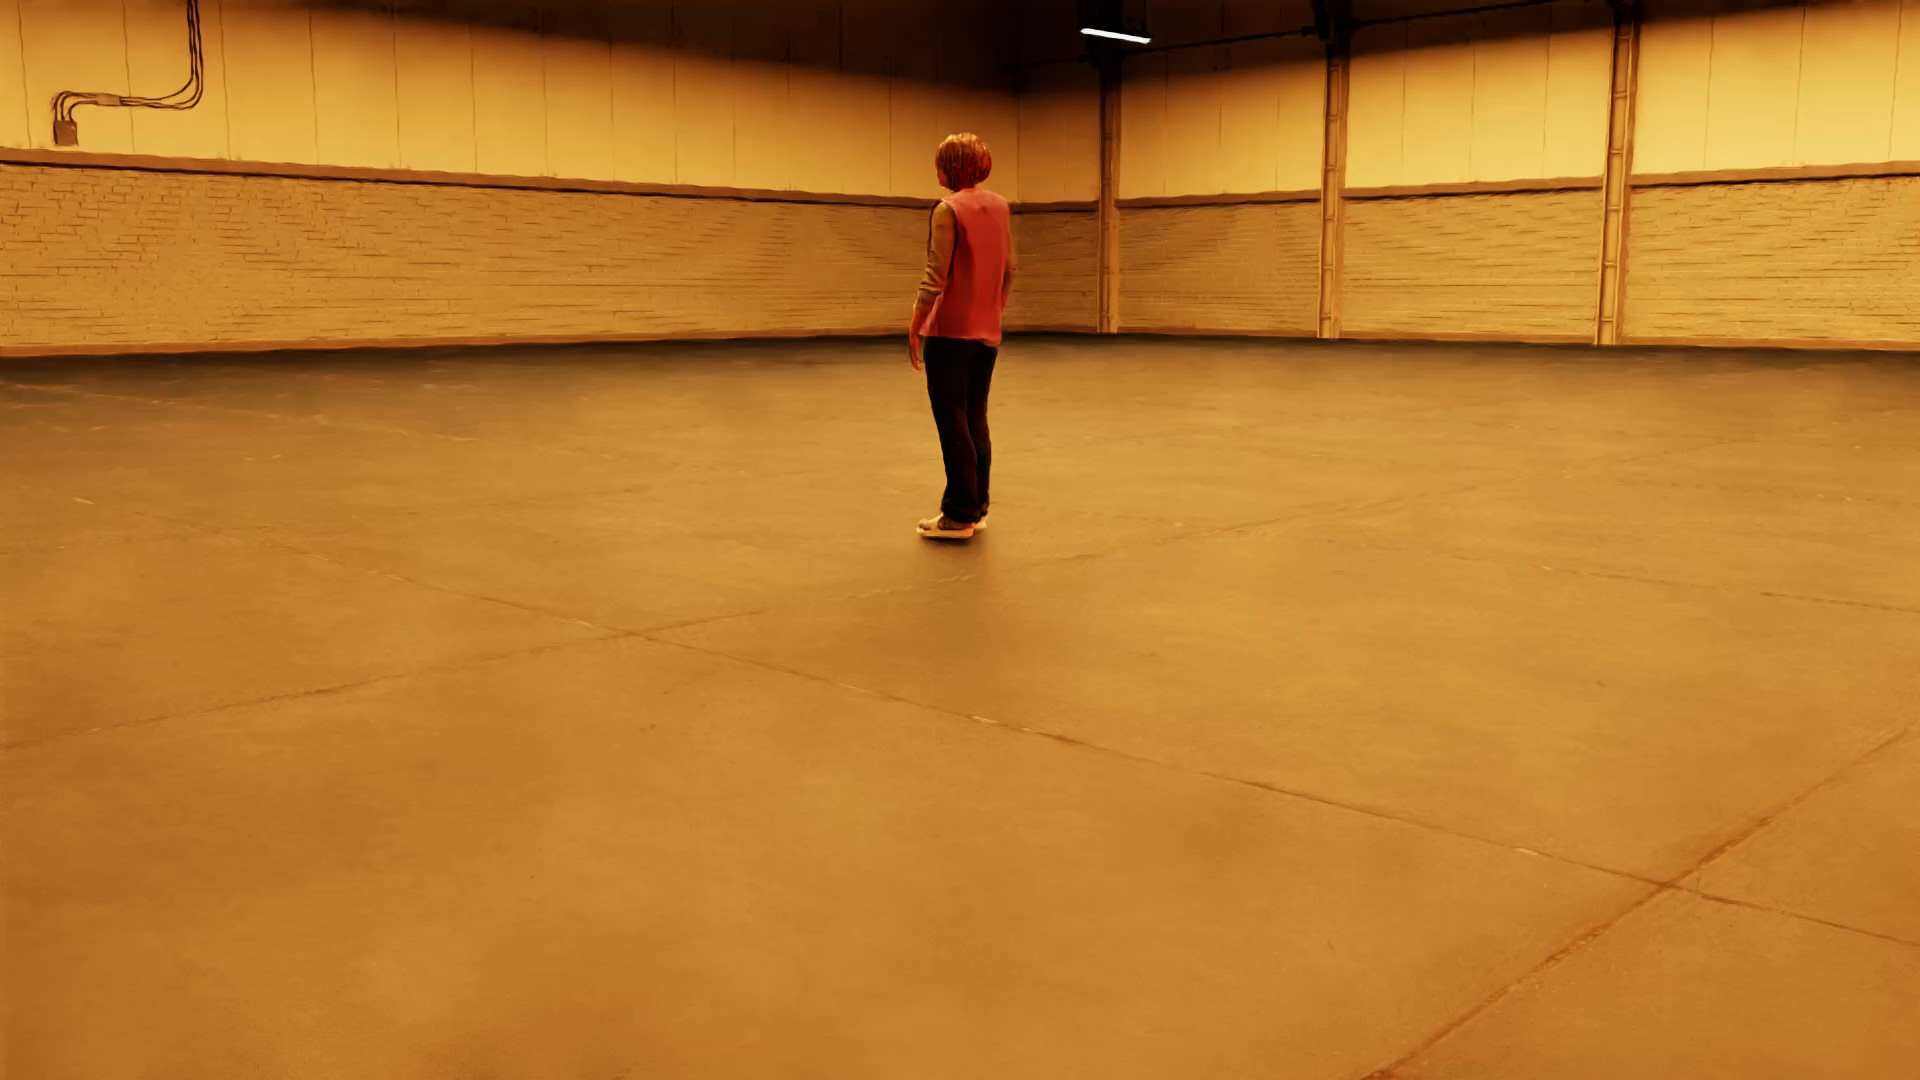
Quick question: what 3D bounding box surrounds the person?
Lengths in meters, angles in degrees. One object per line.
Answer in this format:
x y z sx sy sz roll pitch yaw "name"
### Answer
-0.044 -0.806 6.658 0.474 1.597 0.520 8 12 43 "person"
